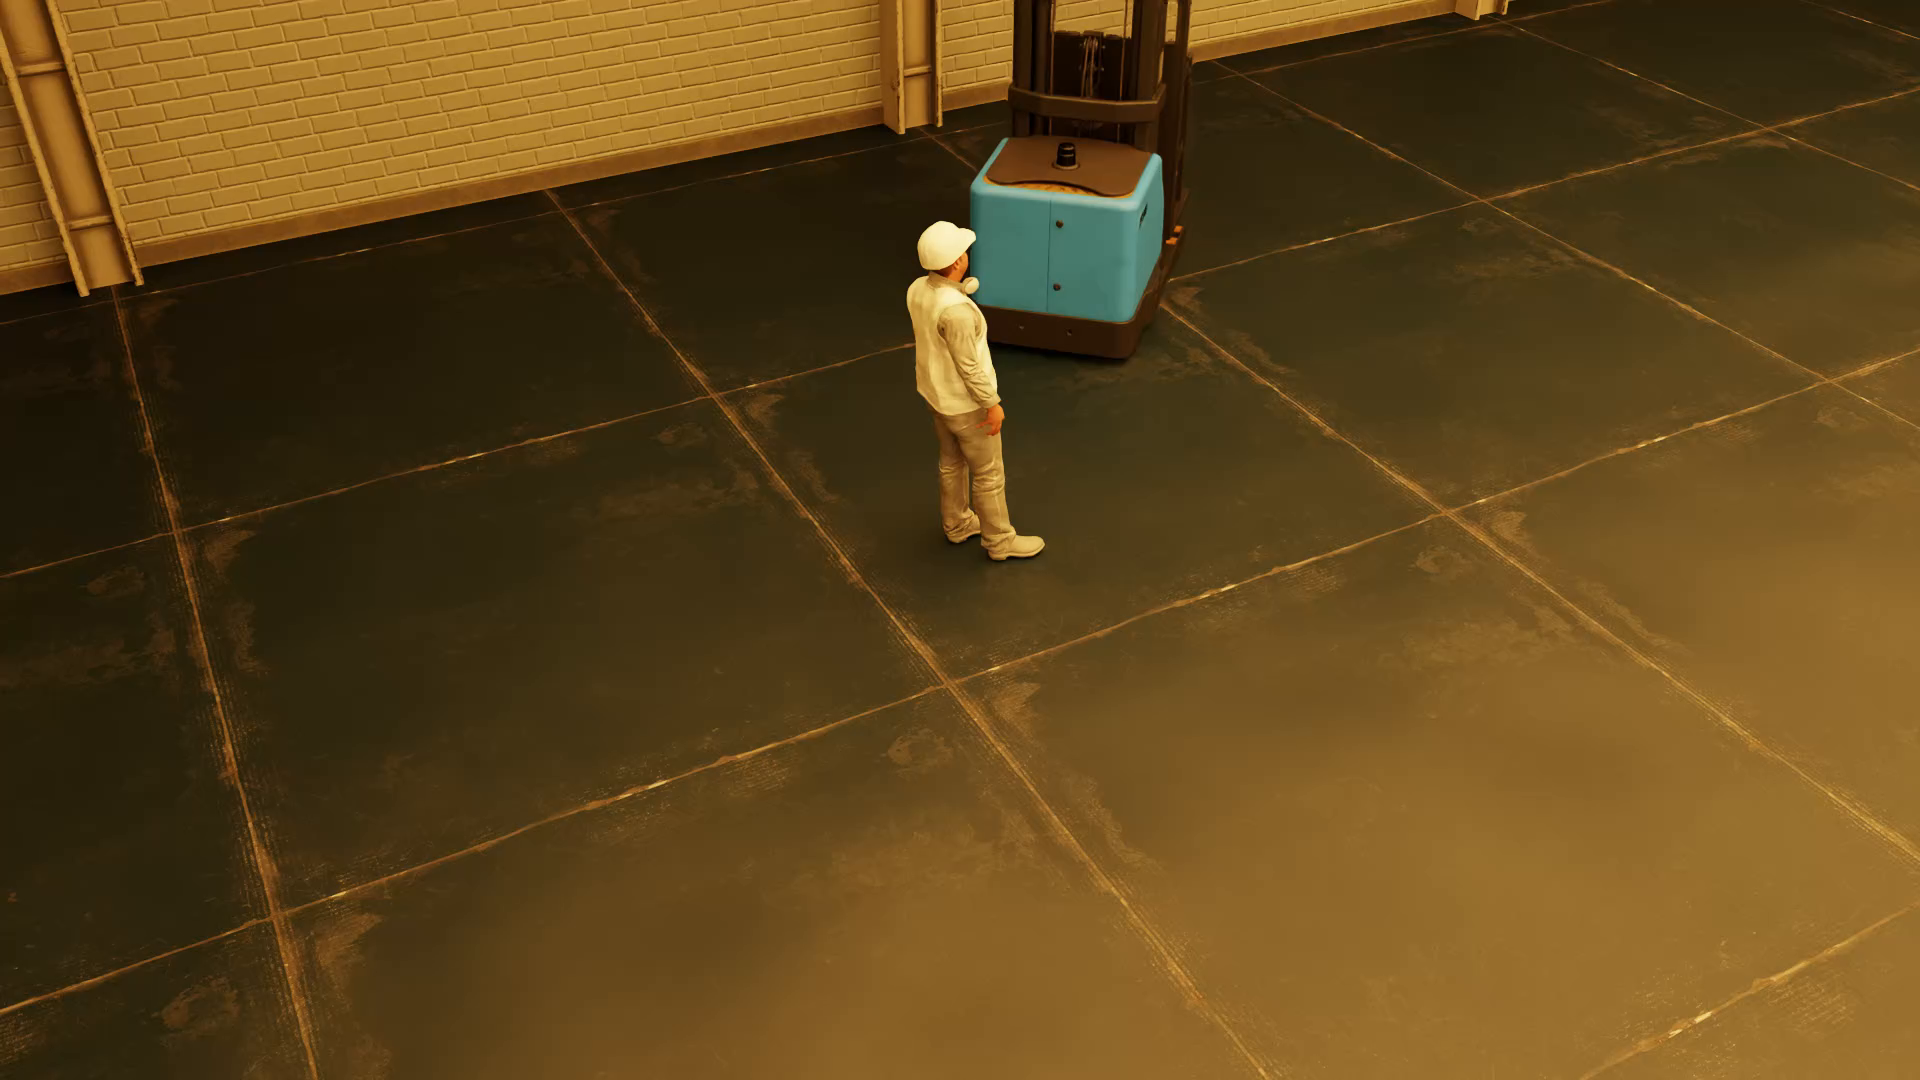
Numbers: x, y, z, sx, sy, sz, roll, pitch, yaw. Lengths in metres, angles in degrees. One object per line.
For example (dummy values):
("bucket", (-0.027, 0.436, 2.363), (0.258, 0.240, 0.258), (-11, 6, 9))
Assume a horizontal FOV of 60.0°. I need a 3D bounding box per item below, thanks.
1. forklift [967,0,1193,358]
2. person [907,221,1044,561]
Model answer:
("forklift", (0.936, -3.149, 10.577), (1.130, 2.935, 3.031), (9, 36, 13))
("person", (0.059, -0.743, 8.165), (0.566, 1.775, 0.633), (-17, 39, -23))
